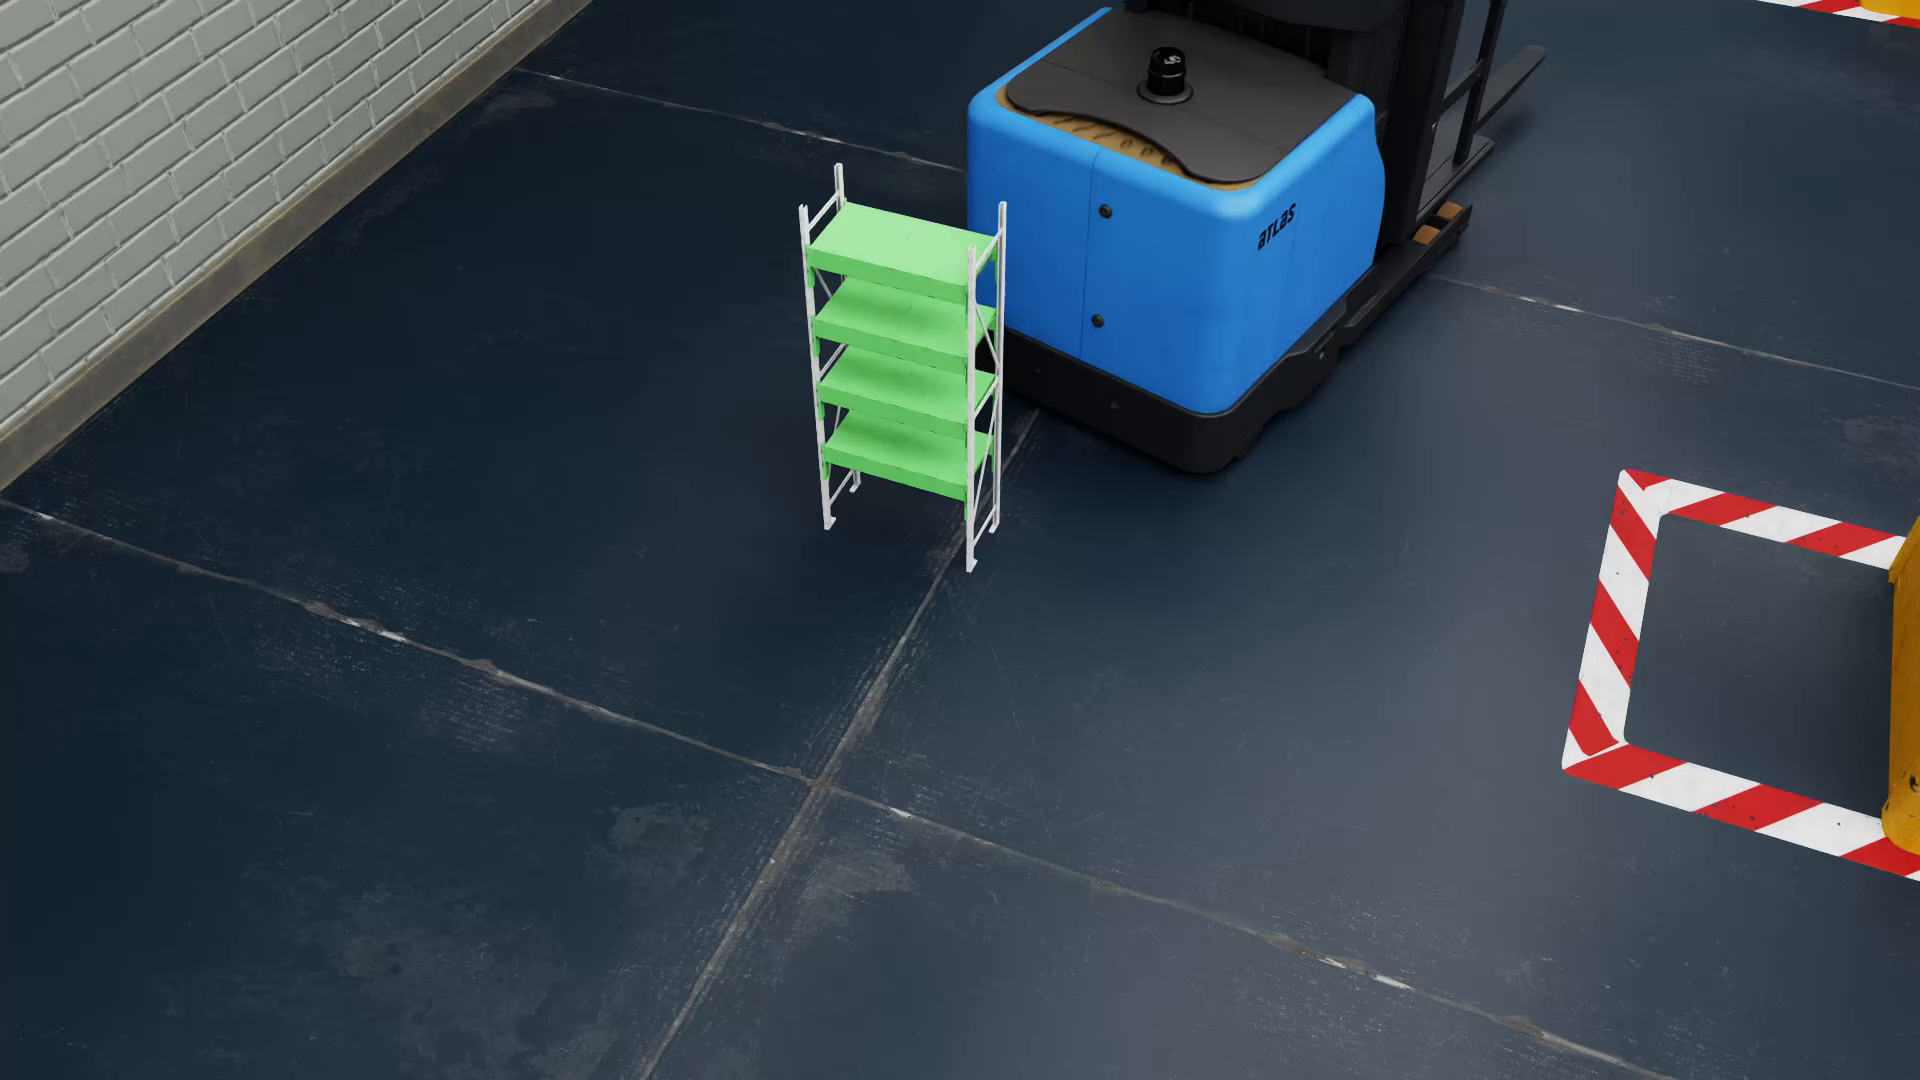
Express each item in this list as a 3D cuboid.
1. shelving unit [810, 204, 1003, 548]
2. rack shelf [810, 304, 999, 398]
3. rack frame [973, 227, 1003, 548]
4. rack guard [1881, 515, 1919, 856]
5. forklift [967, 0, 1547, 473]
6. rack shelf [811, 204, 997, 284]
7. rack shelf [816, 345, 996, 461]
[{"bbox_3d":[-0.149,-0.469,4.871,0.487,1.046,0.258,16,47,16],"label":"shelving unit"},{"bbox_3d":[-0.153,-0.595,4.748,0.480,0.148,0.258,16,47,16],"label":"rack shelf"},{"bbox_3d":[0.073,-0.405,4.806,0.006,1.046,0.228,16,47,16],"label":"rack frame"},{"bbox_3d":[2.841,0.299,4.595,0.348,0.500,1.175,16,47,16],"label":"rack guard"},{"bbox_3d":[1.297,-2.246,5.429,1.130,2.935,3.031,28,51,25],"label":"forklift"},{"bbox_3d":[-0.153,-0.803,4.541,0.457,0.021,0.221,16,47,16],"label":"rack shelf"},{"bbox_3d":[-0.153,-0.425,4.917,0.480,0.148,0.258,16,47,16],"label":"rack shelf"}]
